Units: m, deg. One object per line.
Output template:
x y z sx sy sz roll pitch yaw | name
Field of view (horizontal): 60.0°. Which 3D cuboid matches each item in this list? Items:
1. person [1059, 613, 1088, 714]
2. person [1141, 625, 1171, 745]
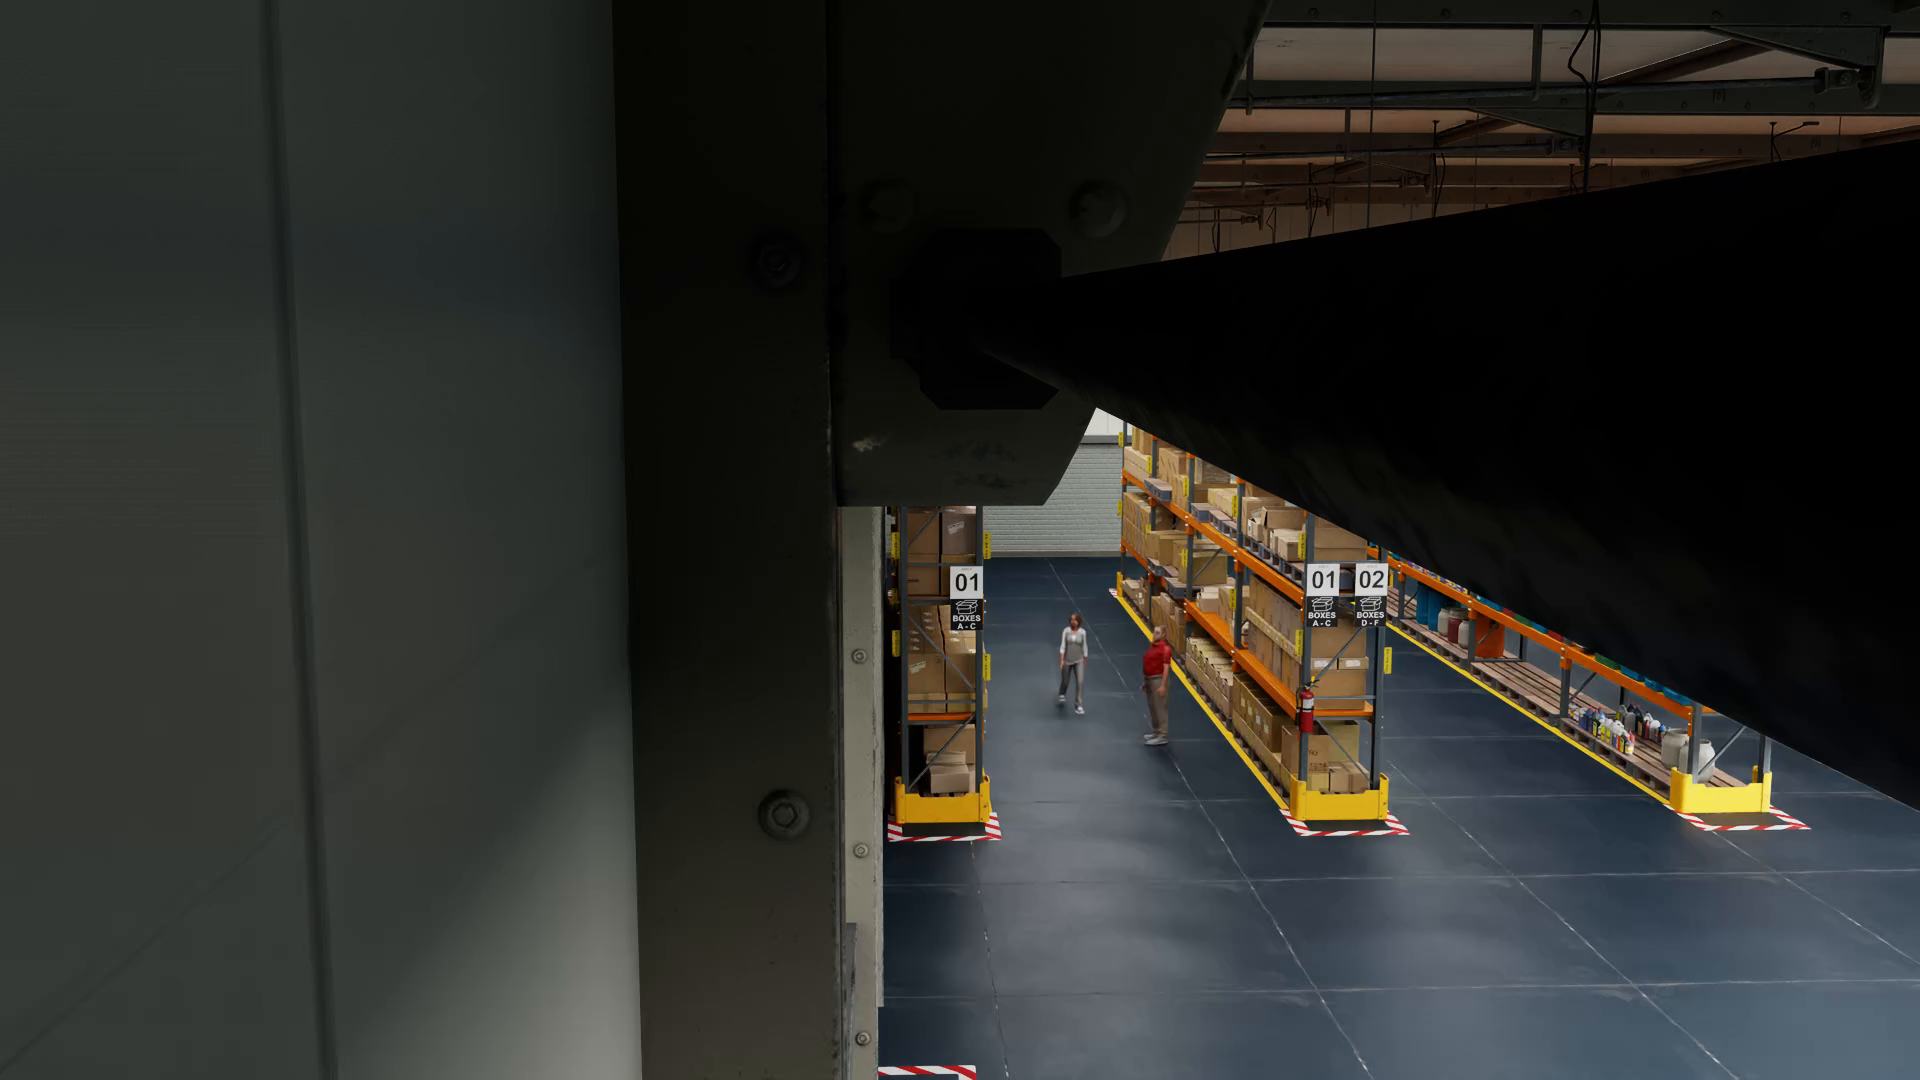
1.767 1.905 26.088 0.475 1.537 0.874 -1 8 -8 | person
2.833 2.101 24.117 0.372 1.723 0.592 -2 8 -12 | person
